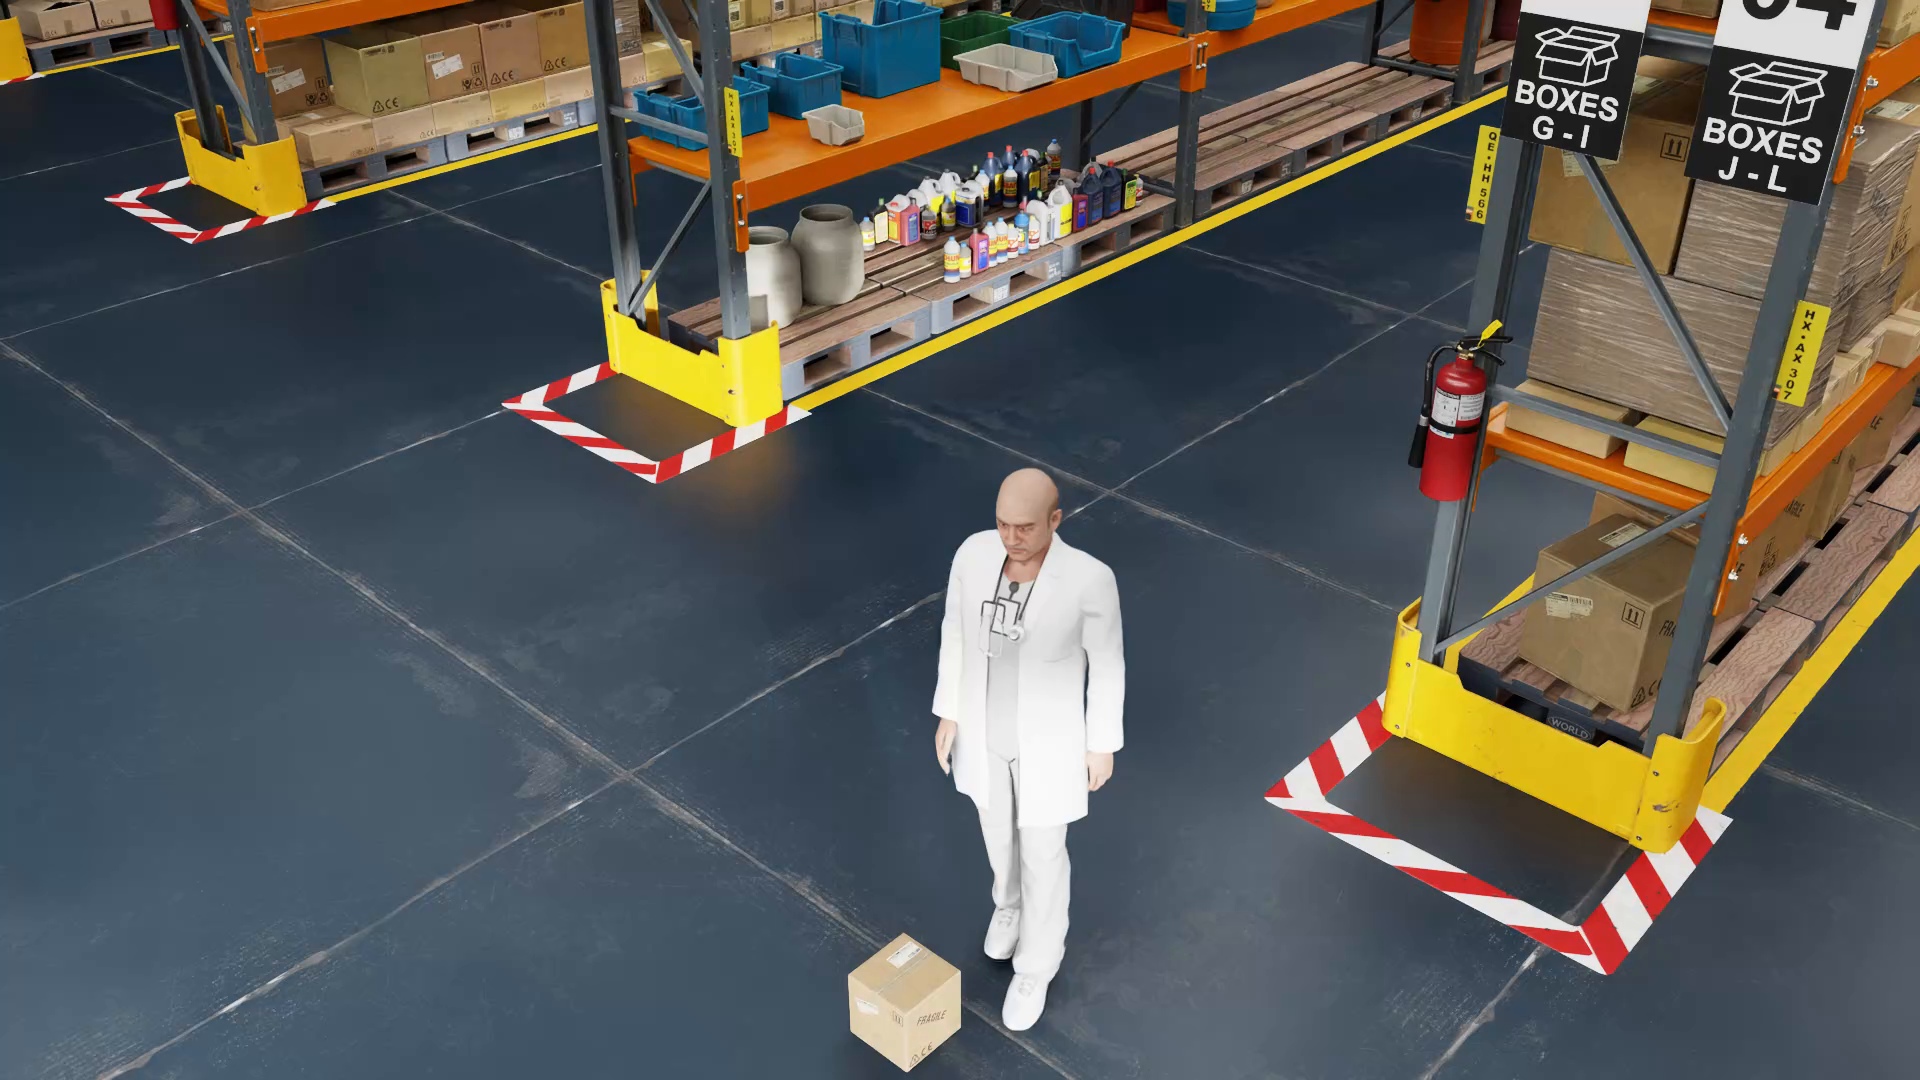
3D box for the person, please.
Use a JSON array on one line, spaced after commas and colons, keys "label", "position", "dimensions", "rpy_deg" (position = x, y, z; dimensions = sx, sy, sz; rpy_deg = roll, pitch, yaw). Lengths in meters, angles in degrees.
[{"label": "person", "position": [0.175, 0.626, 5.091], "dimensions": [0.610, 1.793, 0.607], "rpy_deg": [15, 34, 23]}]
